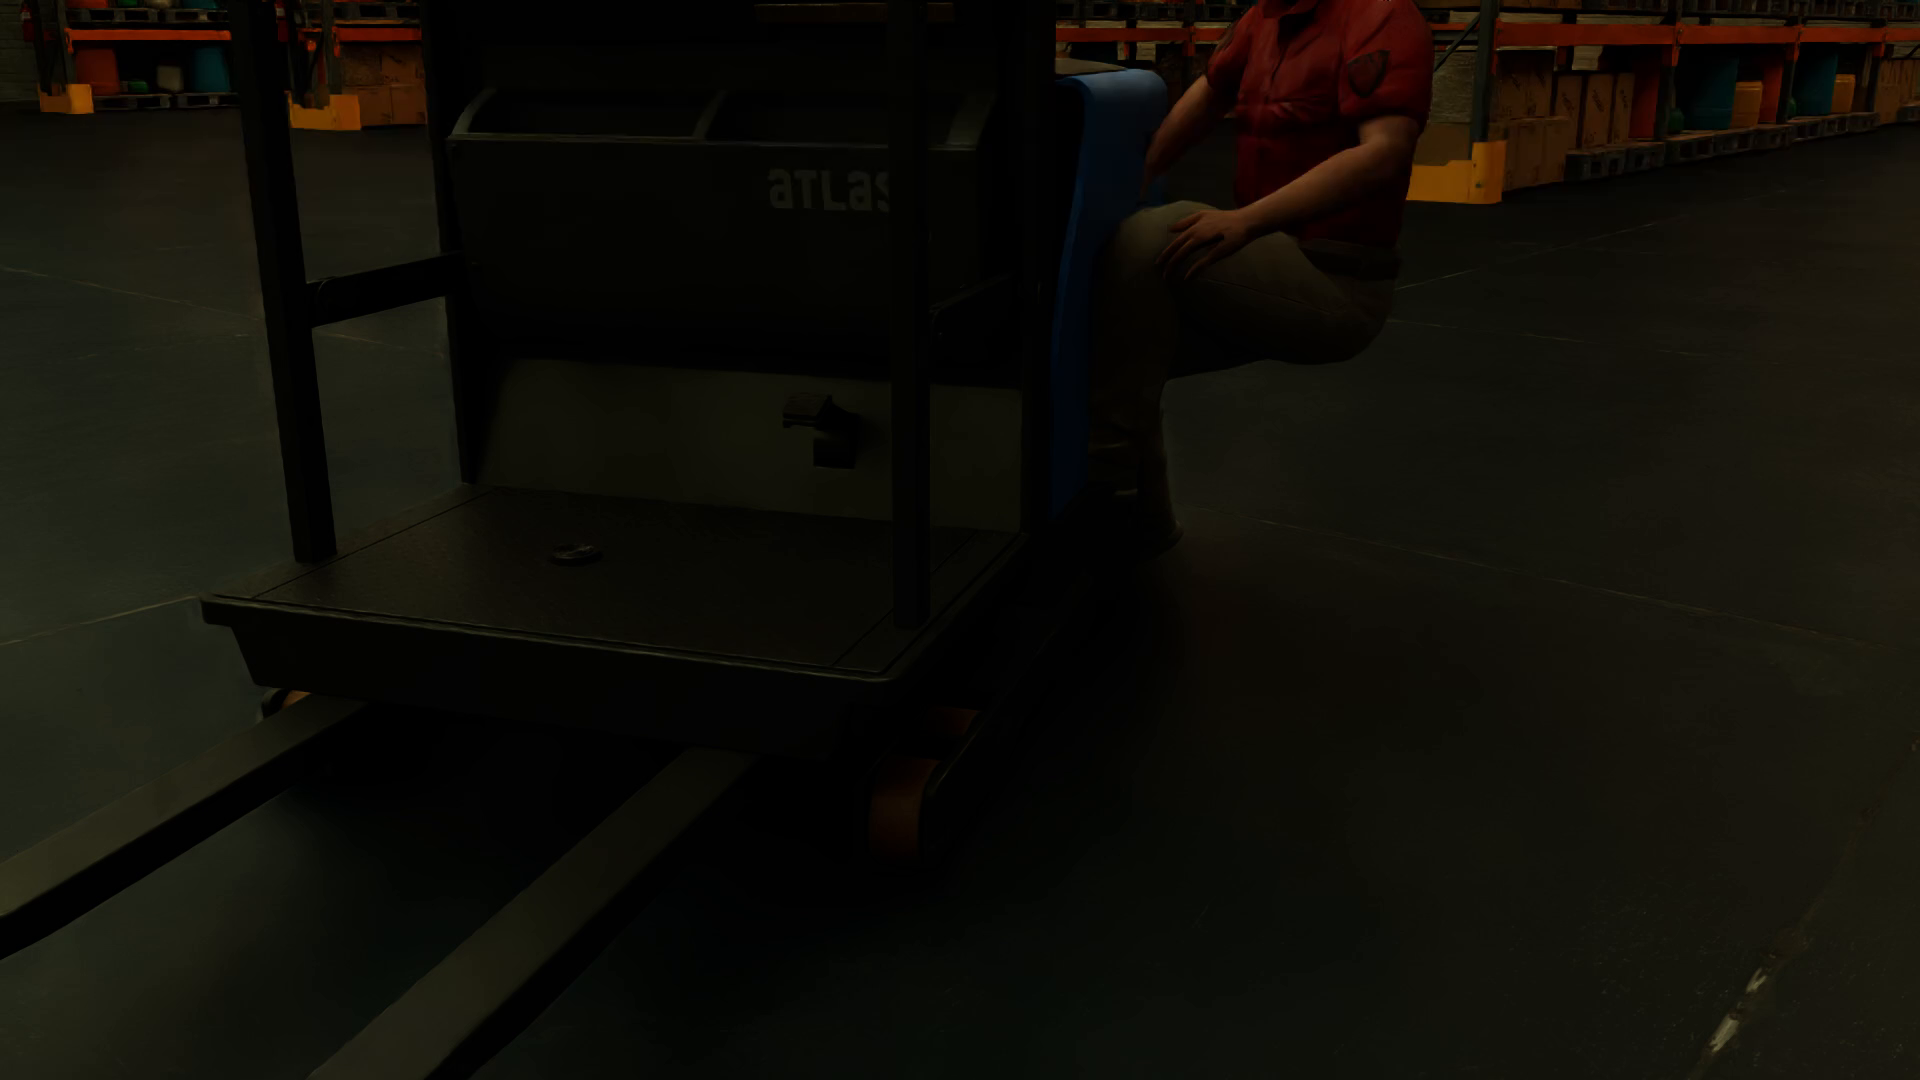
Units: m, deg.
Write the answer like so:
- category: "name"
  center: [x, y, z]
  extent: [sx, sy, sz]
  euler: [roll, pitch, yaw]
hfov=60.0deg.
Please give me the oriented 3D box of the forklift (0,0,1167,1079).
- category: "forklift"
  center: [-0.459, -1.059, 2.383]
  extent: [1.130, 2.935, 3.031]
  euler: [5, 18, 17]

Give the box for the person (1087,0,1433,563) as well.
- category: "person"
  center: [0.448, -0.564, 3.220]
  extent: [0.842, 1.454, 0.819]
  euler: [-6, 18, -20]
